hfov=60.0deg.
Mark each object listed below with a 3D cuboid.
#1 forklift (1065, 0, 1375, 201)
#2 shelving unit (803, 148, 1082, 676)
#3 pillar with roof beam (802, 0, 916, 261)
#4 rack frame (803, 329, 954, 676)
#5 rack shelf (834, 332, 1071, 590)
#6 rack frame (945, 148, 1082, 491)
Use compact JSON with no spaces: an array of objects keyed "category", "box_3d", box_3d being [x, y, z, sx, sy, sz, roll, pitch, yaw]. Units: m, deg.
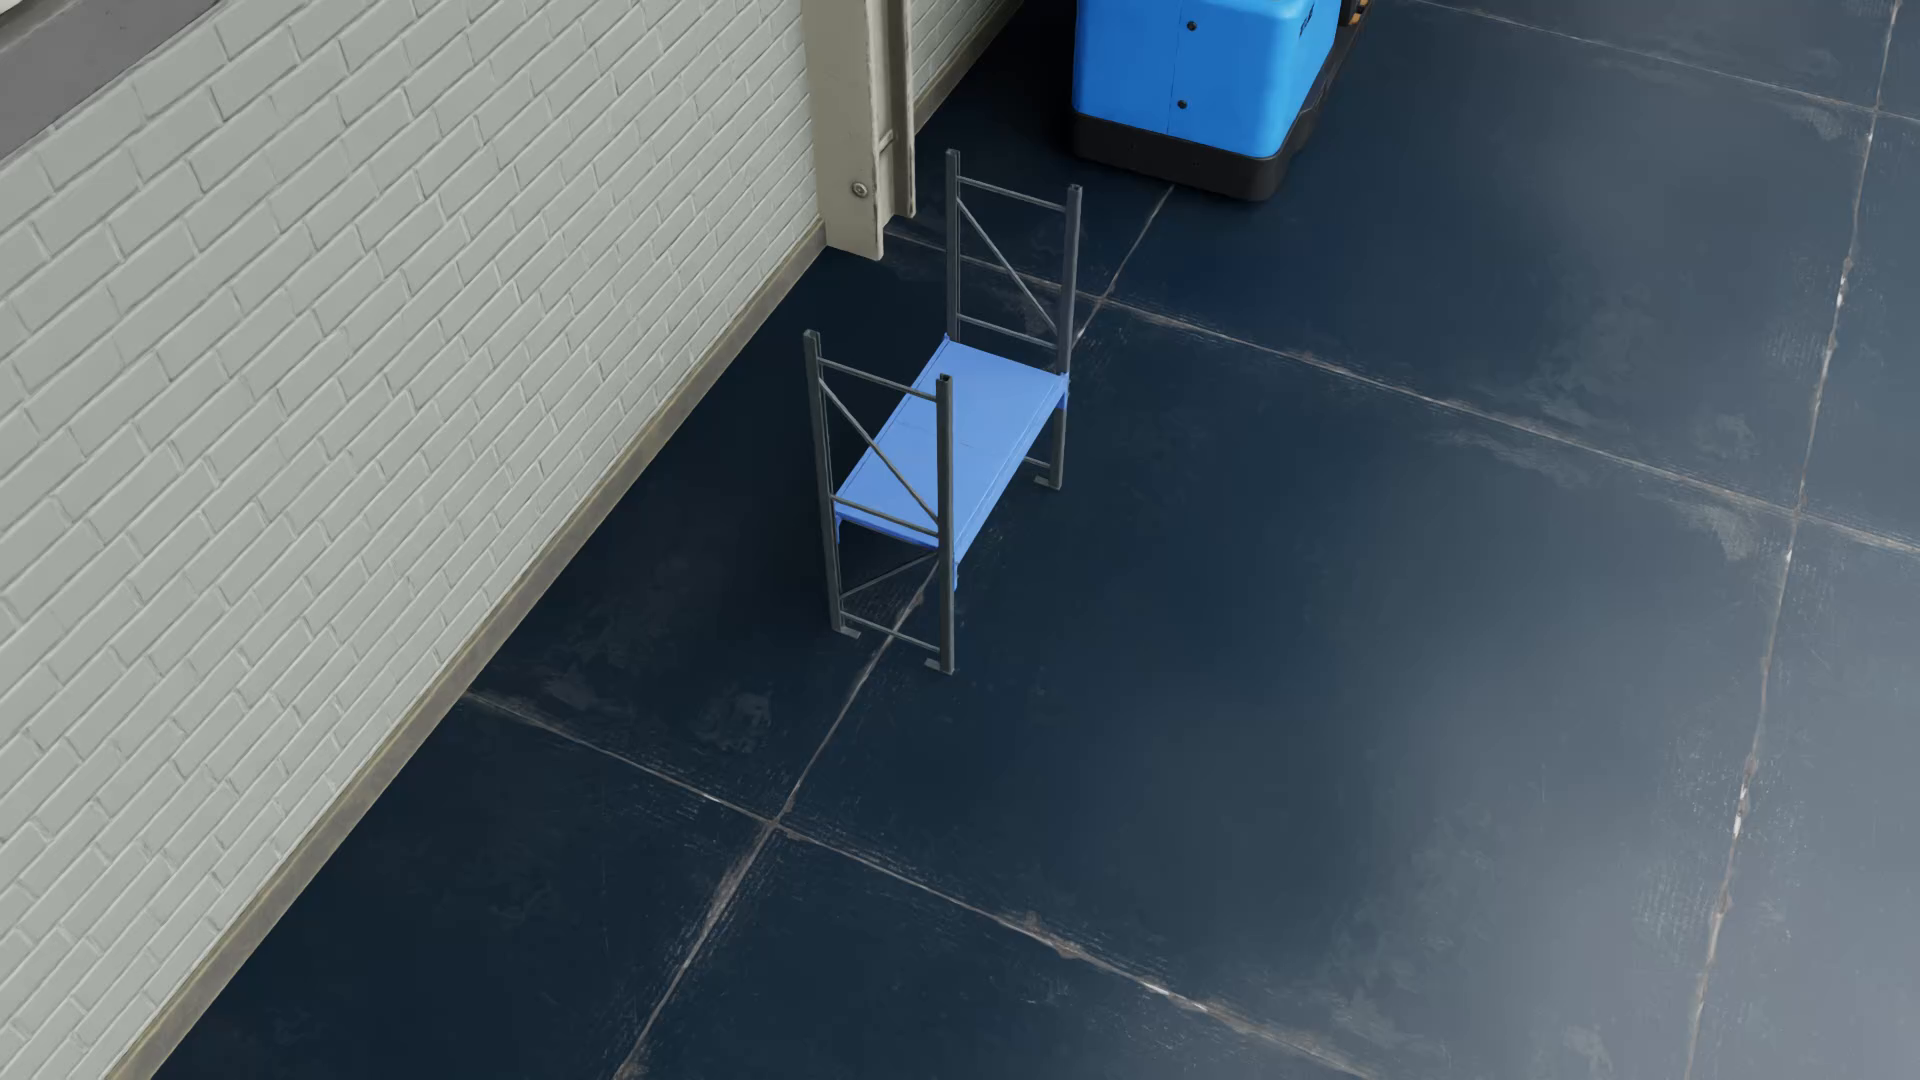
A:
[{"category":"forklift","box_3d":[1.567,-3.687,7.778,1.130,2.935,3.031,18,52,15]},{"category":"shelving unit","box_3d":[-0.036,-0.427,5.944,0.538,1.500,1.048,20,52,16]},{"category":"pillar with roof beam","box_3d":[3.463,-2.987,3.198,9.100,9.000,0.400,20,52,16]},{"category":"rack frame","box_3d":[-0.254,-0.077,5.646,0.500,1.500,0.032,20,52,16]},{"category":"rack shelf","box_3d":[-0.036,-0.311,6.081,0.538,0.185,1.000,20,52,16]},{"category":"rack frame","box_3d":[0.181,-0.777,6.242,0.500,1.500,0.032,20,52,16]}]
